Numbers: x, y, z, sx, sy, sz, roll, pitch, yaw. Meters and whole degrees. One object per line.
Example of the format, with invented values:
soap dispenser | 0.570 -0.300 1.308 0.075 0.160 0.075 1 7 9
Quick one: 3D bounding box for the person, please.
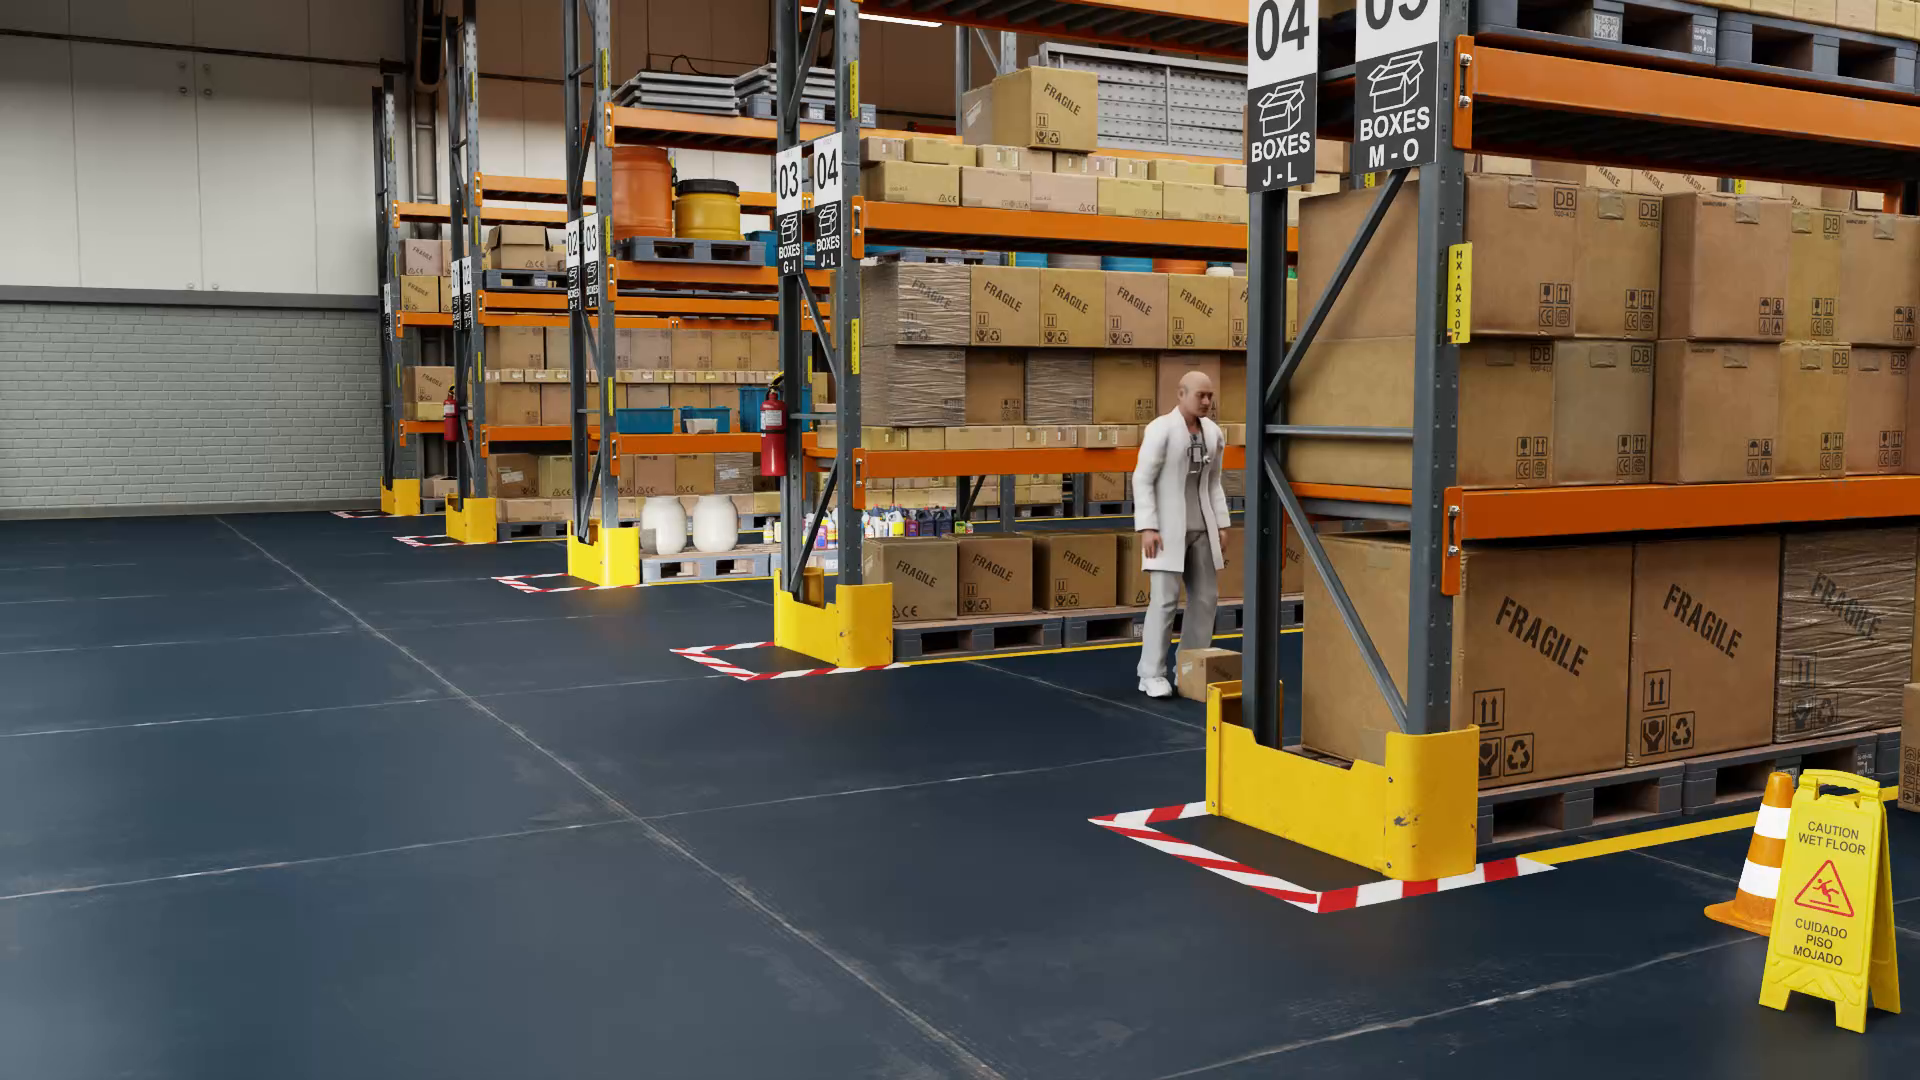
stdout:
person | 1.243 -0.027 9.201 0.644 1.739 0.425 -3 6 -31
